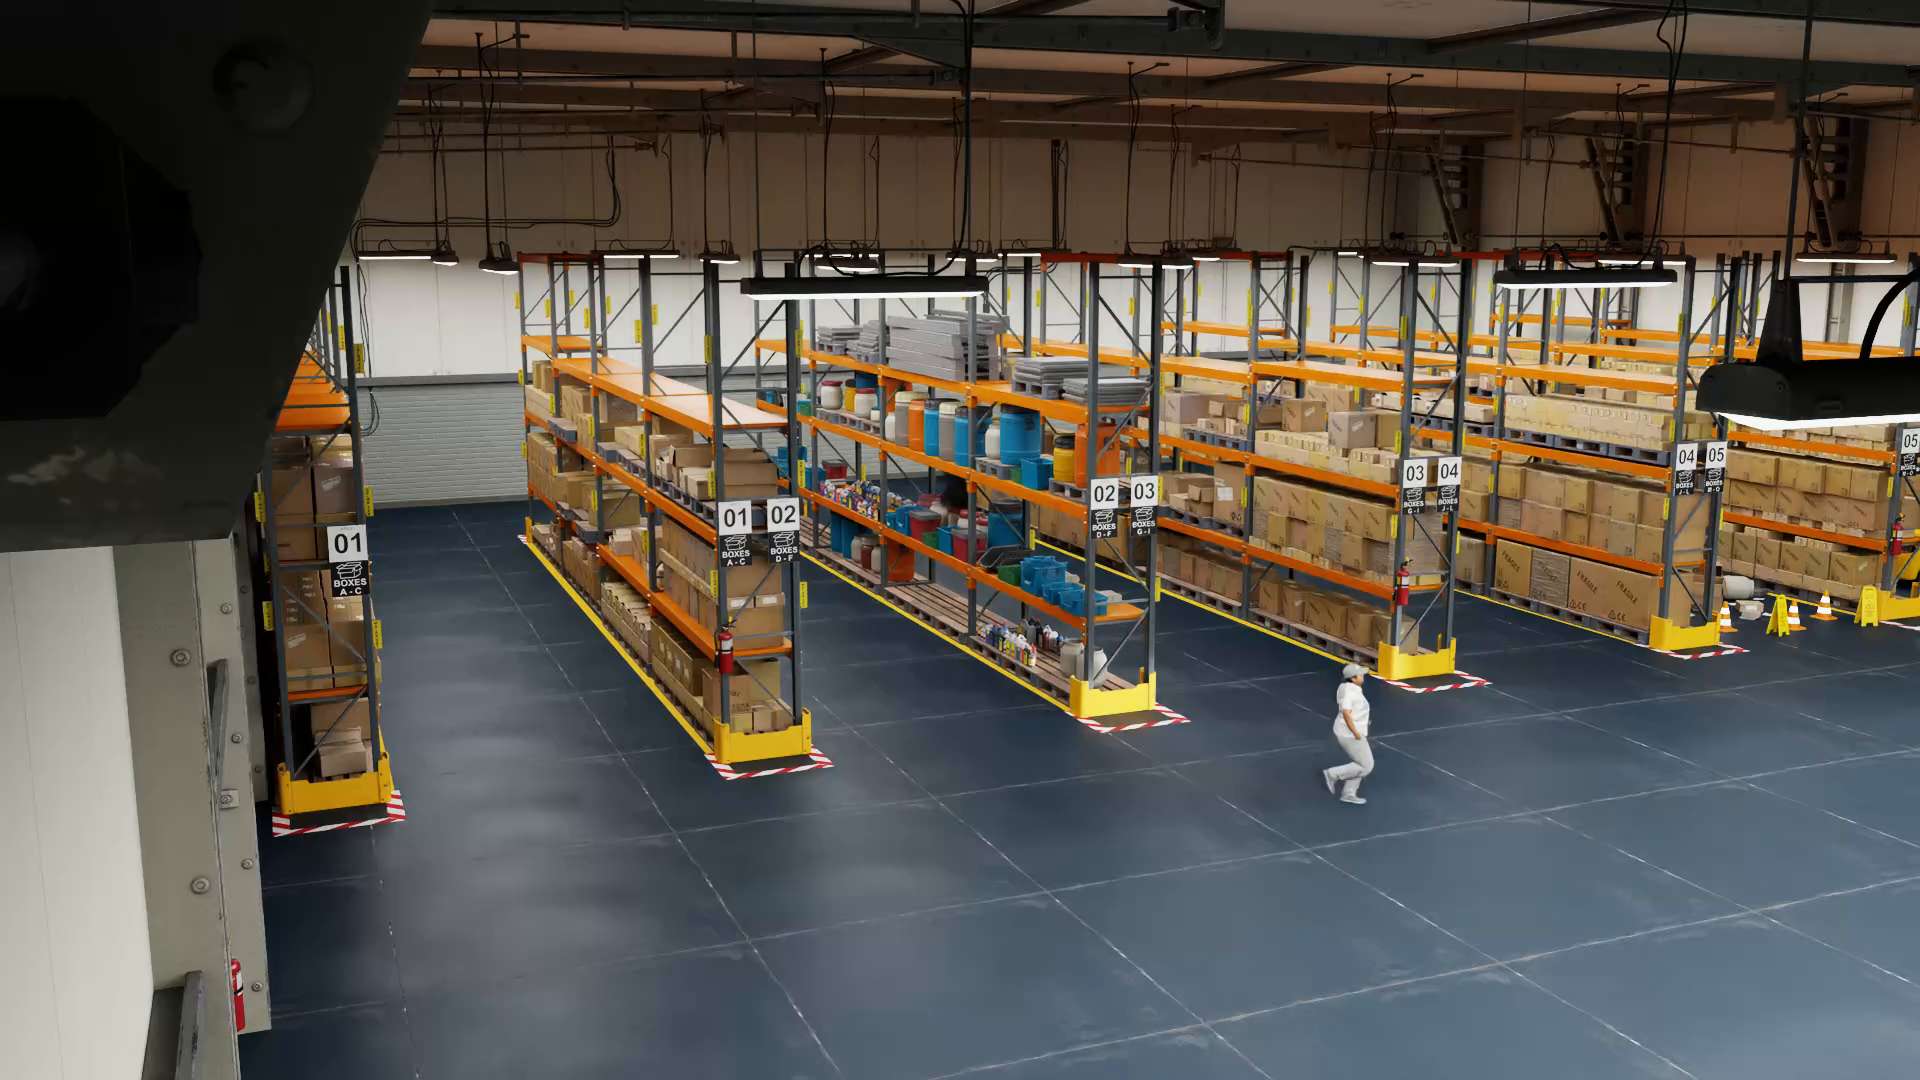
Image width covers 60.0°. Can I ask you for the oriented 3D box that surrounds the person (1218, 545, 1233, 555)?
[{"bbox_3d":[5.321,-0.587,33.602,0.585,1.695,0.727,-5,11,-24],"label":"person"}]

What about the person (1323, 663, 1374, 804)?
[{"bbox_3d":[4.358,2.184,18.674,0.549,1.632,0.645,1,10,4],"label":"person"}]
